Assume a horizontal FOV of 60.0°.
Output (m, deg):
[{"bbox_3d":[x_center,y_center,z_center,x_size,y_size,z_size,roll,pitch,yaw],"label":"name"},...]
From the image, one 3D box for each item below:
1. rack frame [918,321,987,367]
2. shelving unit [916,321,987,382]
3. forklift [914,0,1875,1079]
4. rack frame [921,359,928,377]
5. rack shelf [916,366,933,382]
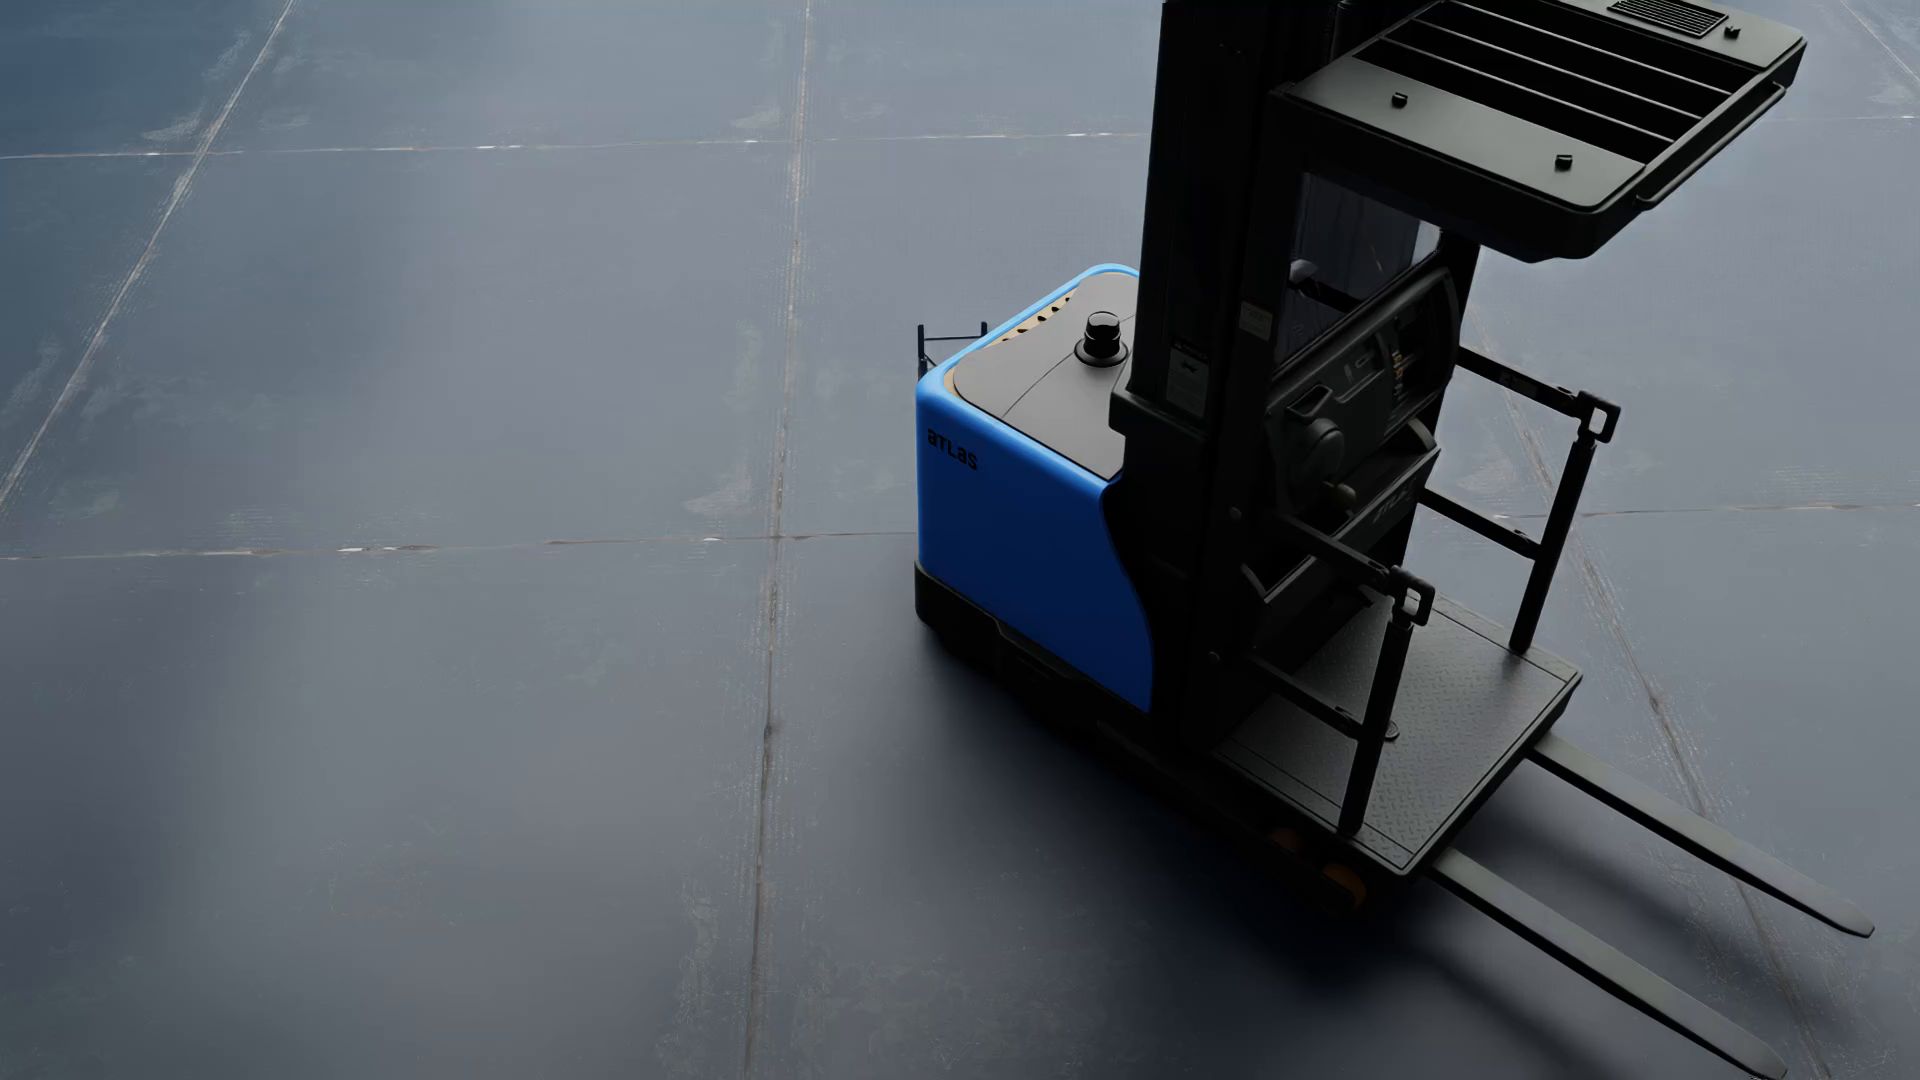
[{"bbox_3d":[-0.026,-0.415,6.037,0.240,0.900,0.006,-3,43,-3],"label":"rack frame"},{"bbox_3d":[-0.018,-0.347,5.962,0.258,0.900,0.210,-3,43,-3],"label":"shelving unit"},{"bbox_3d":[1.267,-0.351,4.464,3.031,2.935,1.130,32,51,30],"label":"forklift"},{"bbox_3d":[-0.010,-0.278,5.887,0.240,0.900,0.006,-3,43,-3],"label":"rack frame"},{"bbox_3d":[-0.018,-0.521,5.802,0.258,0.077,0.200,-3,43,-3],"label":"rack shelf"}]
